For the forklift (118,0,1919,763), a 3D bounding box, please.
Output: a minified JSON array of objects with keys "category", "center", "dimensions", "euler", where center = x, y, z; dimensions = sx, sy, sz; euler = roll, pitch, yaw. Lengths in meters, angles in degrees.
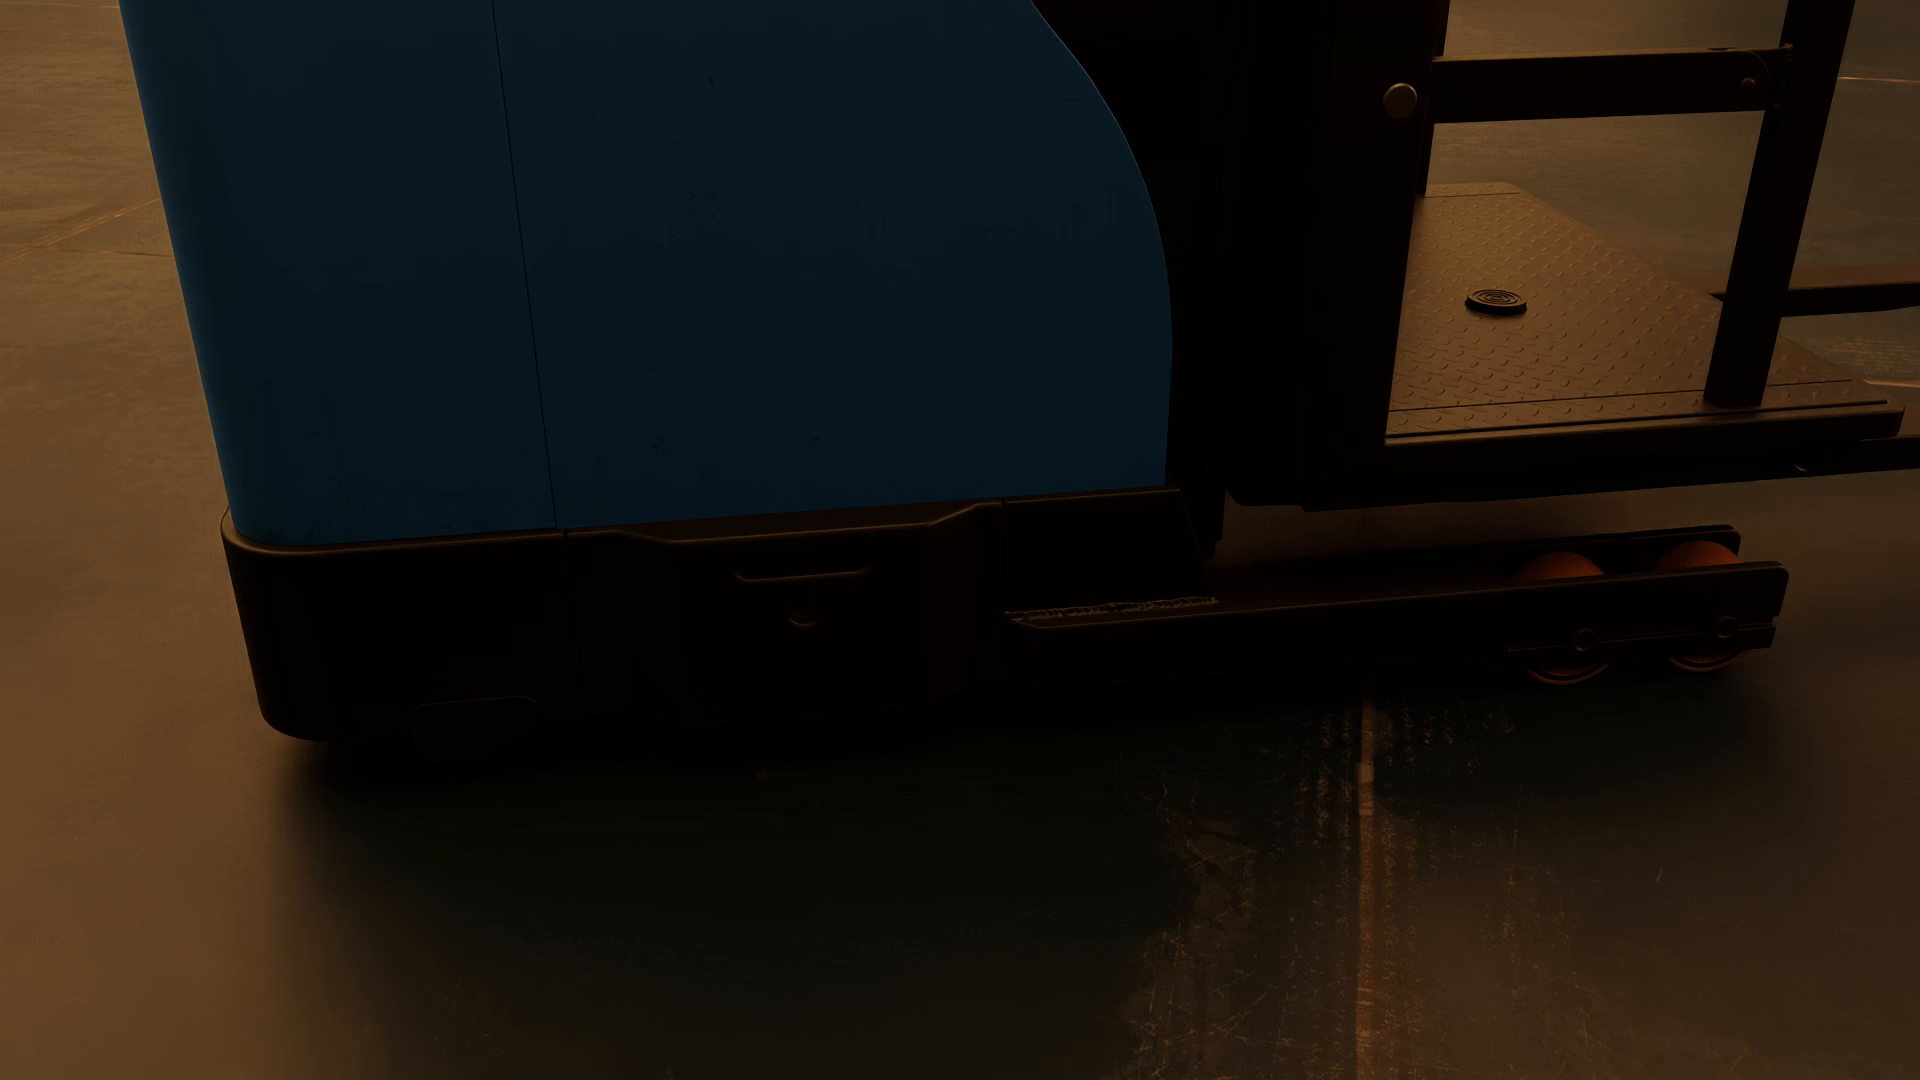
[{"category":"forklift","center":[0.600,-1.354,1.930],"dimensions":[3.031,2.935,1.130],"euler":[-4,27,-9]}]
